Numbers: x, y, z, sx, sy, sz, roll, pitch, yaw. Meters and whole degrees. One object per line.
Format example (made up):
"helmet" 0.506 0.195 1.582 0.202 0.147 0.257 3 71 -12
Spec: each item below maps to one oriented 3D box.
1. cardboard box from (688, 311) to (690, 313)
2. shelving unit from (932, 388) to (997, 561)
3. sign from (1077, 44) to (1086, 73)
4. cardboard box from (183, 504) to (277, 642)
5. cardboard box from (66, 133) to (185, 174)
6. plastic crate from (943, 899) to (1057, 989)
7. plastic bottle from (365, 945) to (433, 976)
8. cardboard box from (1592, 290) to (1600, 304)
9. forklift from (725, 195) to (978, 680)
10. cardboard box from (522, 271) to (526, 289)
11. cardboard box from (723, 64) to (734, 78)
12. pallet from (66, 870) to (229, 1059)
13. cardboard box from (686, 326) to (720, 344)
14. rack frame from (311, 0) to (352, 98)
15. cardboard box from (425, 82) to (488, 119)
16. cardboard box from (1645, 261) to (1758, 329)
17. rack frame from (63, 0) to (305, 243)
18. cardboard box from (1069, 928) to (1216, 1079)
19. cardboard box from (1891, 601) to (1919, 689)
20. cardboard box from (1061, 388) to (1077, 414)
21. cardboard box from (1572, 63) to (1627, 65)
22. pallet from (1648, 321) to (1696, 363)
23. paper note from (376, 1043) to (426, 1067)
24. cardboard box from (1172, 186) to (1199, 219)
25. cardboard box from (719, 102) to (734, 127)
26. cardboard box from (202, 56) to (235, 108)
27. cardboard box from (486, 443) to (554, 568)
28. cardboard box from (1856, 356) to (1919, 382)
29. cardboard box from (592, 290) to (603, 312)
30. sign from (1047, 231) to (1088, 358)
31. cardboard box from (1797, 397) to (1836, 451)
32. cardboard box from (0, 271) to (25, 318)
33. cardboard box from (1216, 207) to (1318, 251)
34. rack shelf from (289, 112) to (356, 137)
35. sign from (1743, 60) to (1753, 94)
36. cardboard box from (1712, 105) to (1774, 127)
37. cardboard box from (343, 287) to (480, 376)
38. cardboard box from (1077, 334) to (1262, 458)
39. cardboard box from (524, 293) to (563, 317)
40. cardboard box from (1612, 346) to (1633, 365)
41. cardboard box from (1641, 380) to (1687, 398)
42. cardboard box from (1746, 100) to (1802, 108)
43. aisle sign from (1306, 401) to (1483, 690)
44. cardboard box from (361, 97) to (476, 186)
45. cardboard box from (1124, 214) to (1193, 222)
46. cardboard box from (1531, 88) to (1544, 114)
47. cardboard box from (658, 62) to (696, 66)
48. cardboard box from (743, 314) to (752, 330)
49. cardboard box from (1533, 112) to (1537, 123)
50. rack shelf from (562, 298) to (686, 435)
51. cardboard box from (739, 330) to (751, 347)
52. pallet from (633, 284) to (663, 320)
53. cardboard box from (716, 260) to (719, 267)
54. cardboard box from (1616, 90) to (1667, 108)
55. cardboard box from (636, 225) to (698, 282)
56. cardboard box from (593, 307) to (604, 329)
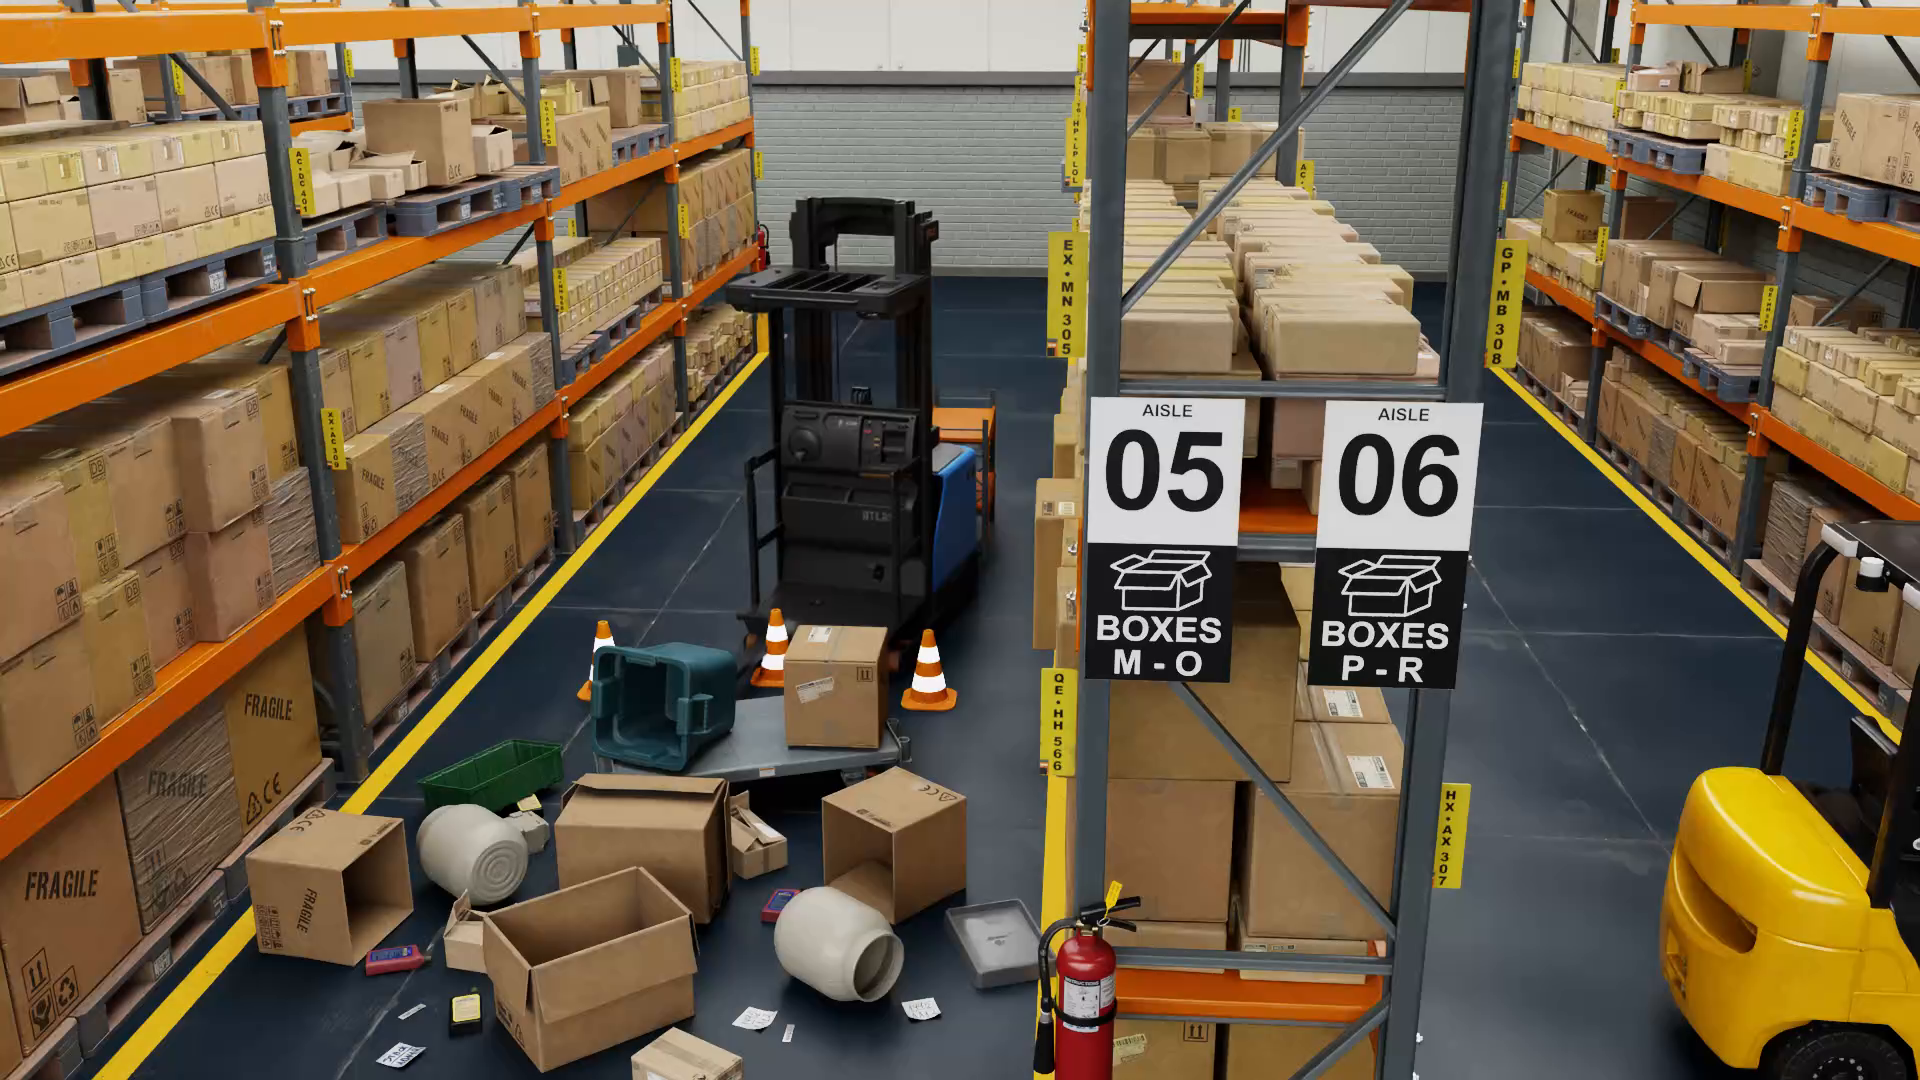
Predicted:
"cardboard box" -3.391 -2.625 19.565 0.380 0.149 0.250 1 18 4
"shelving unit" 0.000 -0.537 13.254 0.538 1.125 1.048 1 18 4
"sign" 1.423 -5.630 19.439 0.100 0.325 0.005 1 18 4
"cardboard box" -3.860 0.126 7.982 0.875 0.550 0.550 1 18 4
"cardboard box" -3.592 -1.667 7.163 0.380 0.149 0.250 2 18 5
"plastic crate" 0.185 1.846 7.660 0.402 0.080 0.583 -5 19 -15
"plastic bottle" -2.539 1.898 7.533 0.283 0.061 0.133 -5 19 -15
"cardboard box" 6.411 -2.371 16.244 0.380 0.149 0.250 2 18 5
"forklift" -0.798 -0.661 10.732 1.130 2.935 3.031 6 19 17
"cardboard box" -3.887 -2.174 14.014 0.380 0.149 0.250 1 18 4
"cardboard box" -2.743 -5.249 18.606 0.380 0.149 0.250 2 18 5
"pallet" -4.046 1.850 7.438 1.003 0.211 1.213 1 18 4
"cardboard box" -2.887 -2.289 18.539 0.380 0.149 0.250 1 18 4
"rack frame" -7.909 -6.809 19.752 1.000 3.000 0.127 1 18 4
"cardboard box" -3.772 -3.300 12.469 0.396 0.266 0.258 1 18 4
"cardboard box" 6.289 -2.083 14.126 0.700 0.500 0.500 1 18 4
"rack frame" -3.829 -2.940 7.944 1.000 3.000 0.127 1 18 4
"cardboard box" 0.626 1.728 5.869 0.500 0.500 0.500 1 18 4
"cardboard box" 6.156 0.625 9.837 0.875 0.625 0.625 1 18 3
"cardboard box" 0.809 -0.384 7.535 0.700 0.500 0.500 1 18 4
"cardboard box" 7.174 -5.216 18.668 0.500 0.250 0.500 1 18 2
"pallet" 6.488 -1.656 13.967 1.003 0.211 1.213 1 18 4
"paper note" -2.313 2.128 6.881 0.144 0.017 0.142 8 20 23
"cardboard box" 1.013 -1.749 8.691 0.500 0.250 0.500 1 18 3
"cardboard box" -2.816 -4.711 18.407 0.500 0.250 0.500 2 18 6
"cardboard box" -8.156 -4.847 17.587 0.700 0.500 0.500 2 18 7
"cardboard box" -3.676 -0.275 12.384 1.050 0.750 0.750 1 18 3
"cardboard box" 6.032 -1.083 10.708 0.380 0.149 0.250 1 18 5
"cardboard box" -3.238 -2.022 14.027 0.380 0.149 0.250 1 18 4
"sign" 0.277 -0.633 4.298 0.100 0.325 0.005 1 18 4
"cardboard box" 6.037 -0.783 11.237 0.500 0.250 0.500 1 18 3
"cardboard box" -3.681 -0.891 6.078 0.380 0.149 0.250 1 18 4
"cardboard box" 1.251 -1.268 6.781 0.380 0.149 0.250 1 18 3
"rack shelf" -8.052 -4.421 18.436 1.077 0.370 4.000 1 18 4
"sign" 7.194 -4.232 15.242 0.100 0.325 0.005 1 18 4
"cardboard box" 6.176 -3.344 13.118 0.380 0.149 0.250 1 18 4
"cardboard box" -3.654 -1.399 11.108 0.700 0.500 0.500 1 18 3
"cardboard box" 0.597 -0.428 4.859 0.500 0.250 0.500 1 18 3
"cardboard box" -3.316 -1.835 12.980 0.380 0.149 0.250 1 18 4
"cardboard box" 6.410 -1.740 15.736 0.380 0.149 0.250 1 18 3
"cardboard box" 6.393 -1.347 15.014 0.380 0.149 0.250 1 18 3
"cardboard box" 6.651 -3.505 13.575 0.380 0.149 0.250 2 18 5
"aisle sign" 1.134 0.023 4.361 0.394 0.787 0.004 1 18 4
"cardboard box" -3.388 -2.506 10.440 0.500 0.500 0.500 1 18 4
"cardboard box" 0.729 -1.199 6.571 0.380 0.149 0.250 1 18 3
"cardboard box" 6.607 -4.833 18.301 0.500 0.250 0.500 2 18 5
"cardboard box" -3.255 -5.423 19.137 0.380 0.149 0.250 2 18 6
"cardboard box" -2.722 -2.632 20.065 0.380 0.149 0.250 1 18 2
"cardboard box" 6.679 -4.758 18.712 0.380 0.149 0.250 2 18 5
"rack shelf" -3.399 -1.611 14.678 1.077 0.370 4.000 1 18 4
"cardboard box" -2.716 -2.411 19.867 0.380 0.149 0.250 2 18 6
"pallet" -3.455 -2.249 15.777 1.003 0.211 1.213 1 18 4
"cardboard box" -2.893 -3.109 18.496 0.380 0.149 0.250 2 18 5
"cardboard box" 6.181 -3.997 15.077 0.380 0.149 0.250 2 18 6
"cardboard box" -2.969 -2.911 16.852 0.500 0.500 0.500 1 18 3
"cardboard box" -3.236 -1.880 14.072 0.380 0.149 0.250 2 18 6
